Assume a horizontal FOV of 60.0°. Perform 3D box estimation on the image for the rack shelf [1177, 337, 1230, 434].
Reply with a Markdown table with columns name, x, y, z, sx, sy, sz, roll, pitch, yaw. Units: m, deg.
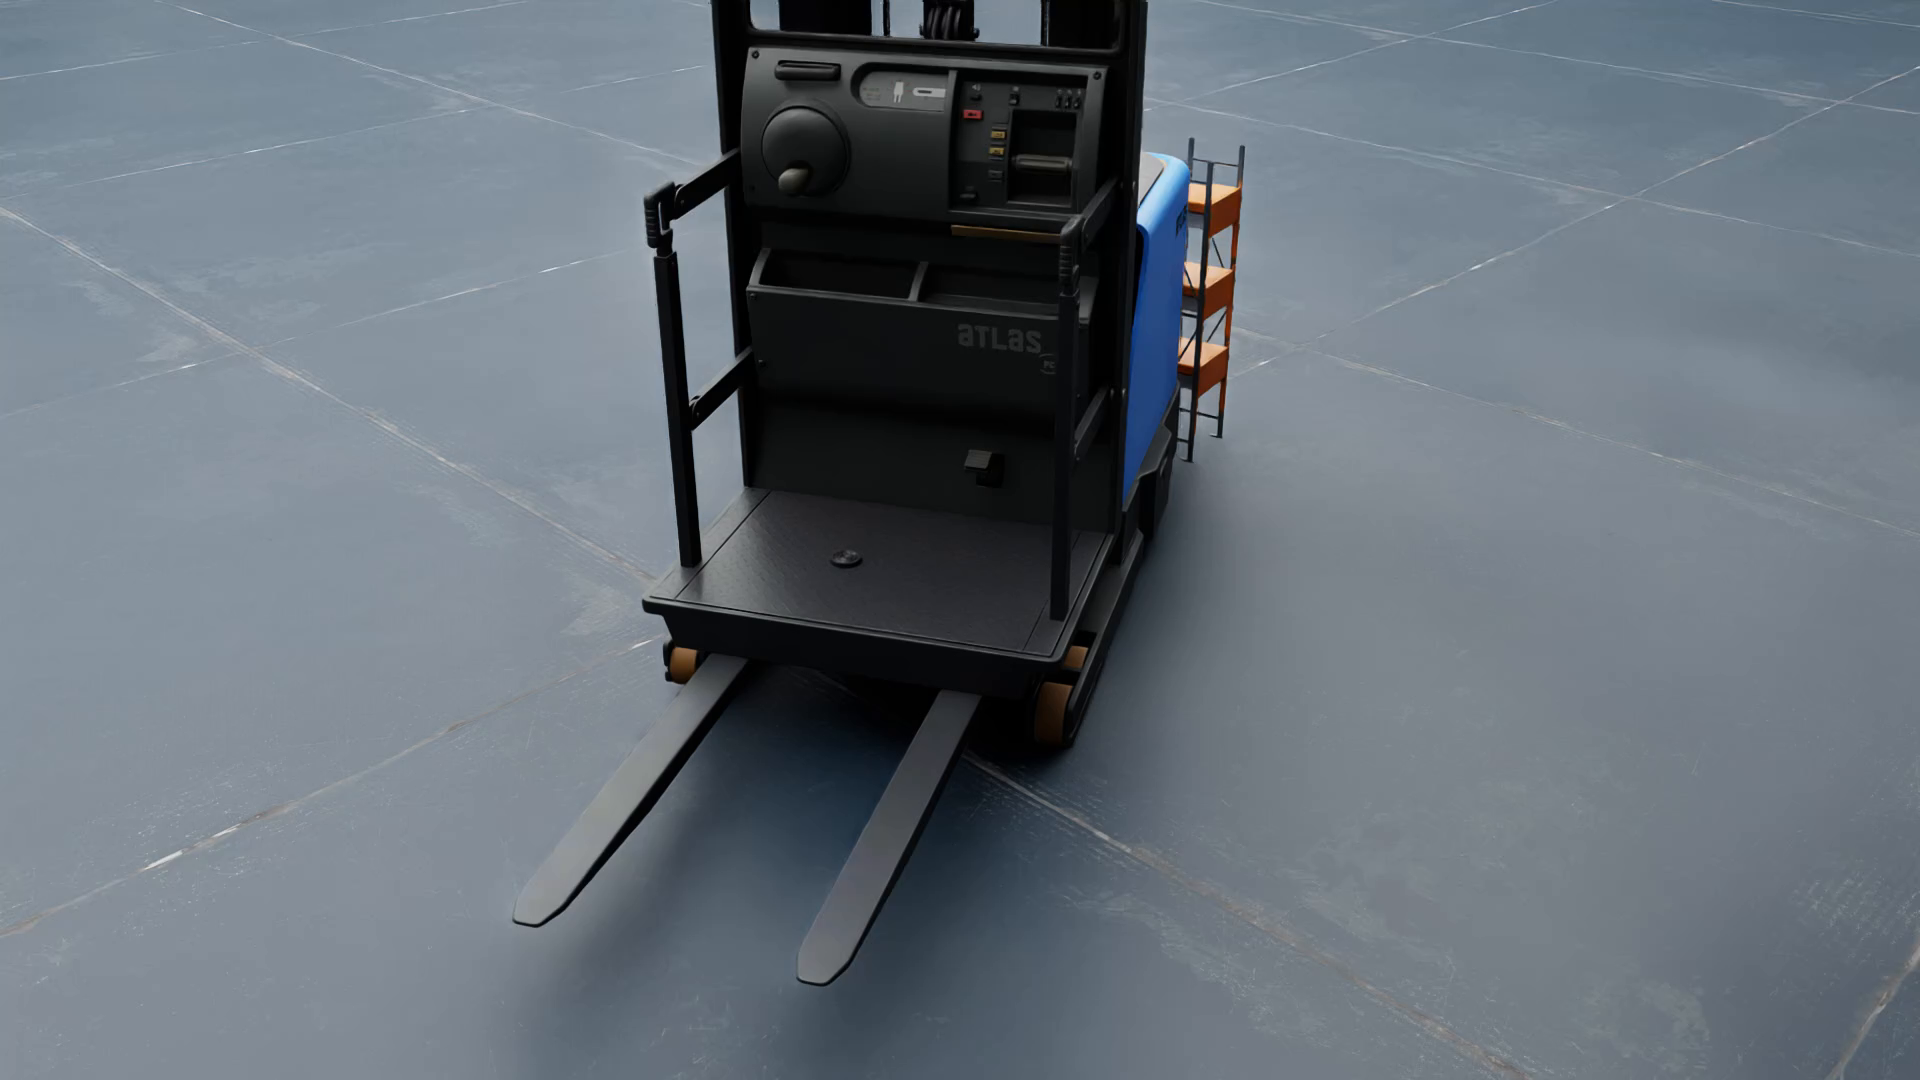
| name | x | y | z | sx | sy | sz | roll | pitch | yaw |
| --- | --- | --- | --- | --- | --- | --- | --- | --- | --- |
| rack shelf | 0.785 | -0.551 | 5.790 | 0.215 | 0.259 | 0.240 | 17 | 32 | 28 |

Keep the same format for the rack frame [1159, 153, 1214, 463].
| name | x | y | z | sx | sy | sz | roll | pitch | yaw |
| --- | --- | --- | --- | --- | --- | --- | --- | --- | --- |
| rack frame | 0.719 | -0.759 | 5.565 | 0.200 | 1.050 | 0.008 | 17 | 32 | 28 |

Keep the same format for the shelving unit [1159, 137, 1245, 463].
| name | x | y | z | sx | sy | sz | roll | pitch | yaw |
| --- | --- | --- | --- | --- | --- | --- | --- | --- | --- |
| shelving unit | 0.785 | -0.807 | 5.656 | 0.215 | 1.050 | 0.252 | 17 | 32 | 28 |

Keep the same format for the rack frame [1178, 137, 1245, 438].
| name | x | y | z | sx | sy | sz | roll | pitch | yaw |
| --- | --- | --- | --- | --- | --- | --- | --- | --- | --- |
| rack frame | 0.851 | -0.854 | 5.747 | 0.200 | 1.050 | 0.008 | 17 | 32 | 28 |

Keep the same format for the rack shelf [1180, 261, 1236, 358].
| name | x | y | z | sx | sy | sz | roll | pitch | yaw |
| --- | --- | --- | --- | --- | --- | --- | --- | --- | --- |
| rack shelf | 0.785 | -0.797 | 5.661 | 0.215 | 0.259 | 0.240 | 17 | 32 | 28 |

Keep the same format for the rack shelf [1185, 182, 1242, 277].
| name | x | y | z | sx | sy | sz | roll | pitch | yaw |
| --- | --- | --- | --- | --- | --- | --- | --- | --- | --- |
| rack shelf | 0.785 | -1.048 | 5.529 | 0.215 | 0.259 | 0.240 | 17 | 32 | 28 |

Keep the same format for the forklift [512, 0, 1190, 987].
| name | x | y | z | sx | sy | sz | roll | pitch | yaw |
| --- | --- | --- | --- | --- | --- | --- | --- | --- | --- |
| forklift | -0.157 | -0.973 | 3.952 | 1.130 | 2.935 | 3.031 | 8 | 29 | 14 |
